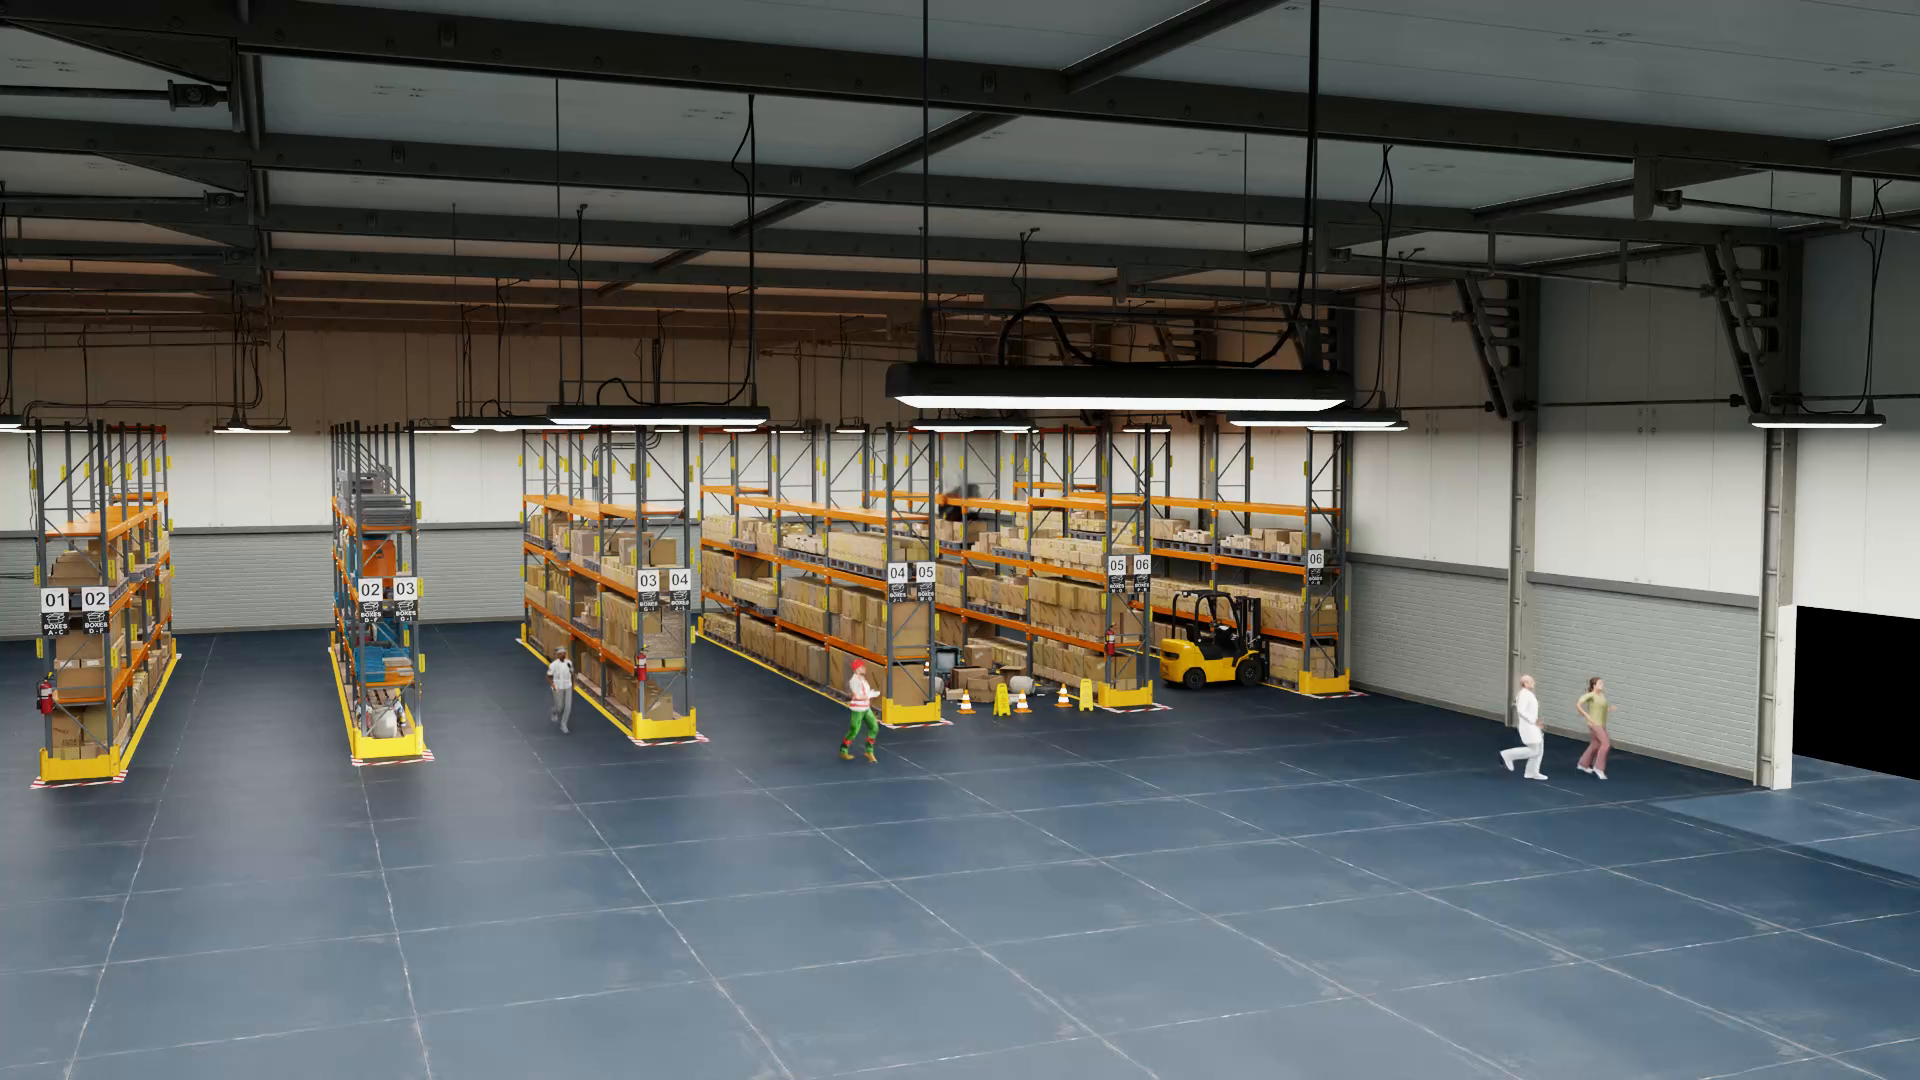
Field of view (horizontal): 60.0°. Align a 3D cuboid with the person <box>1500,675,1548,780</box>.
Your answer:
[{"bbox_3d":[9.434,3.125,27.762,0.756,1.743,0.711,1,4,20],"label":"person"}]

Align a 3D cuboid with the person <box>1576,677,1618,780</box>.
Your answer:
[{"bbox_3d":[10.678,3.147,27.893,0.558,1.715,0.670,-4,5,-45],"label":"person"}]

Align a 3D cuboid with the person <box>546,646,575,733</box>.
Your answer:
[{"bbox_3d":[-7.754,2.883,32.379,0.584,1.674,0.668,-2,4,-30],"label":"person"}]

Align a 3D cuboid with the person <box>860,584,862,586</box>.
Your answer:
[{"bbox_3d":[-3.019,1.726,51.362,0.523,1.578,0.600,0,4,-4],"label":"person"}]

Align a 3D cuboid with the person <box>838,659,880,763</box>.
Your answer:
[{"bbox_3d":[-1.746,3.008,29.104,0.775,1.845,0.643,1,4,20],"label":"person"}]
